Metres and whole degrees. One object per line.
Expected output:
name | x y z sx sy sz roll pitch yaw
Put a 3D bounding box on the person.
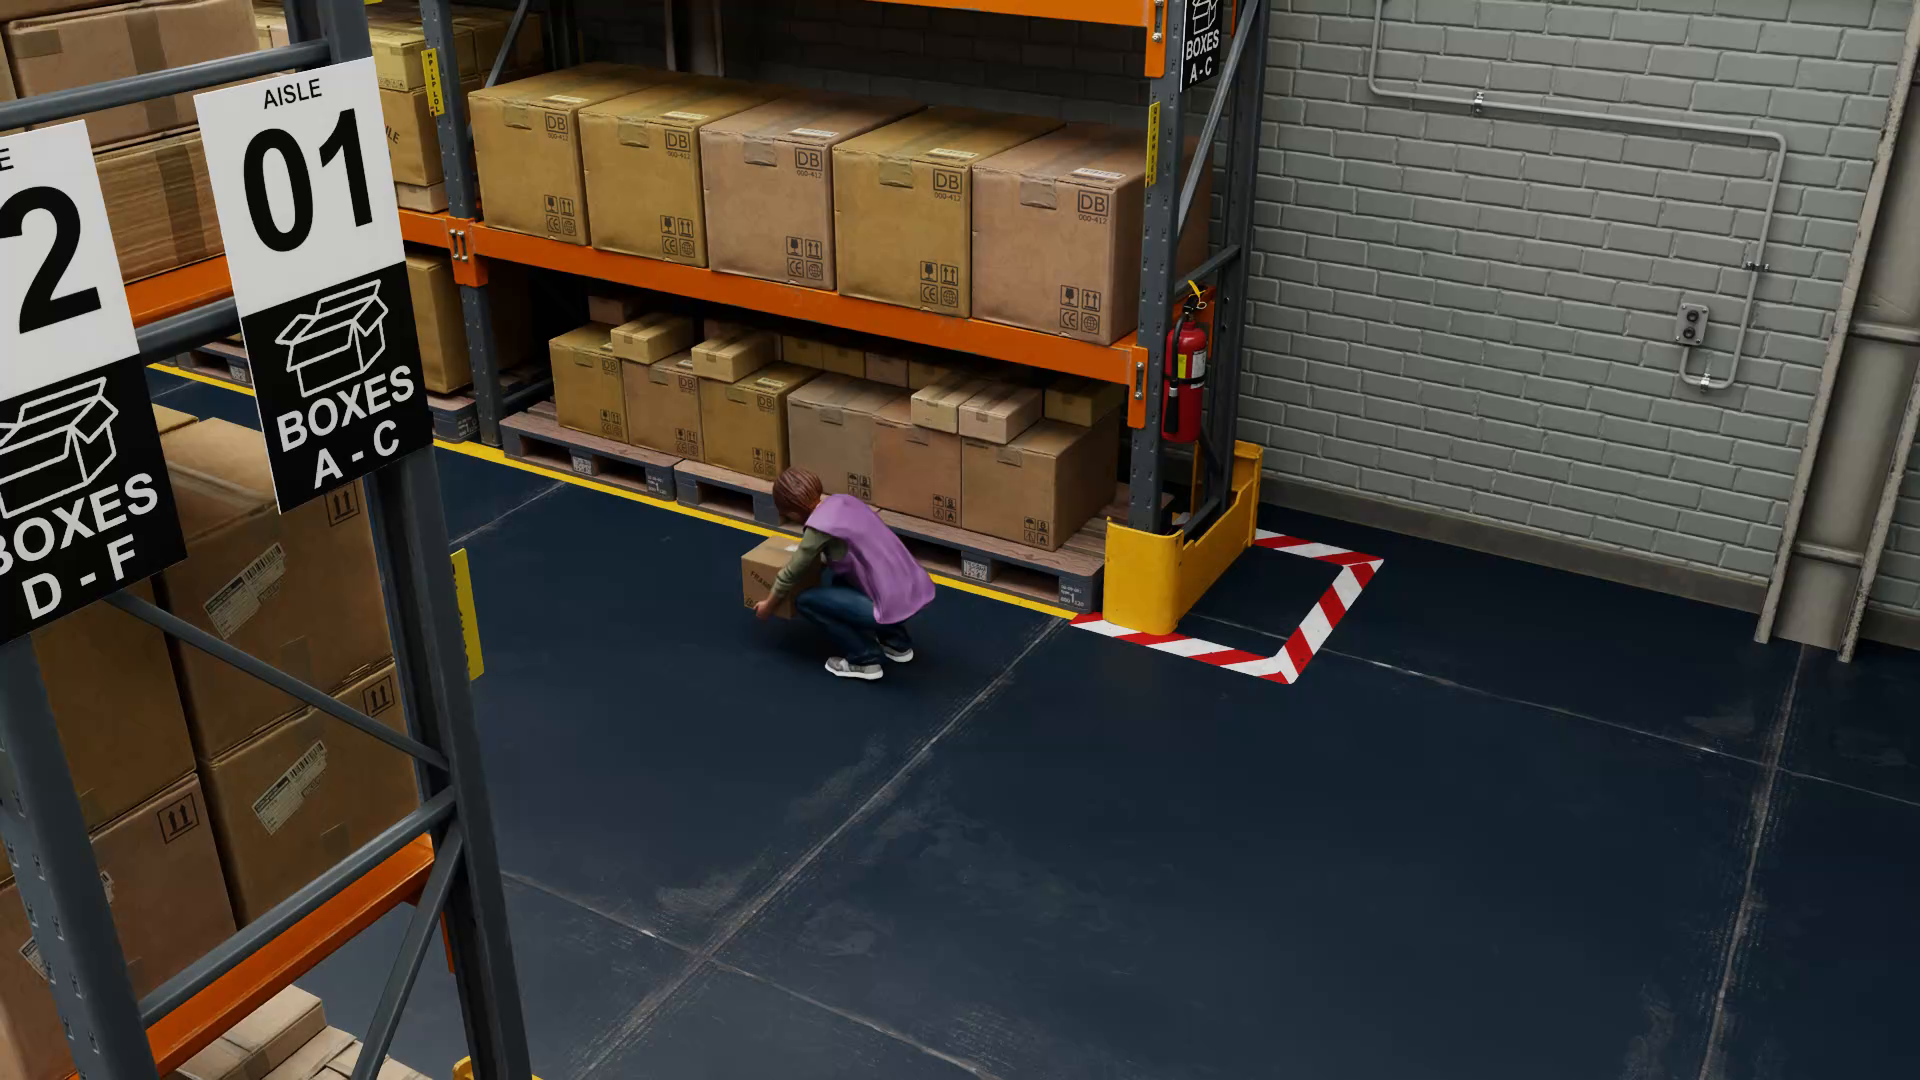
person | -0.489 0.132 7.167 0.801 0.884 0.434 14 30 26
